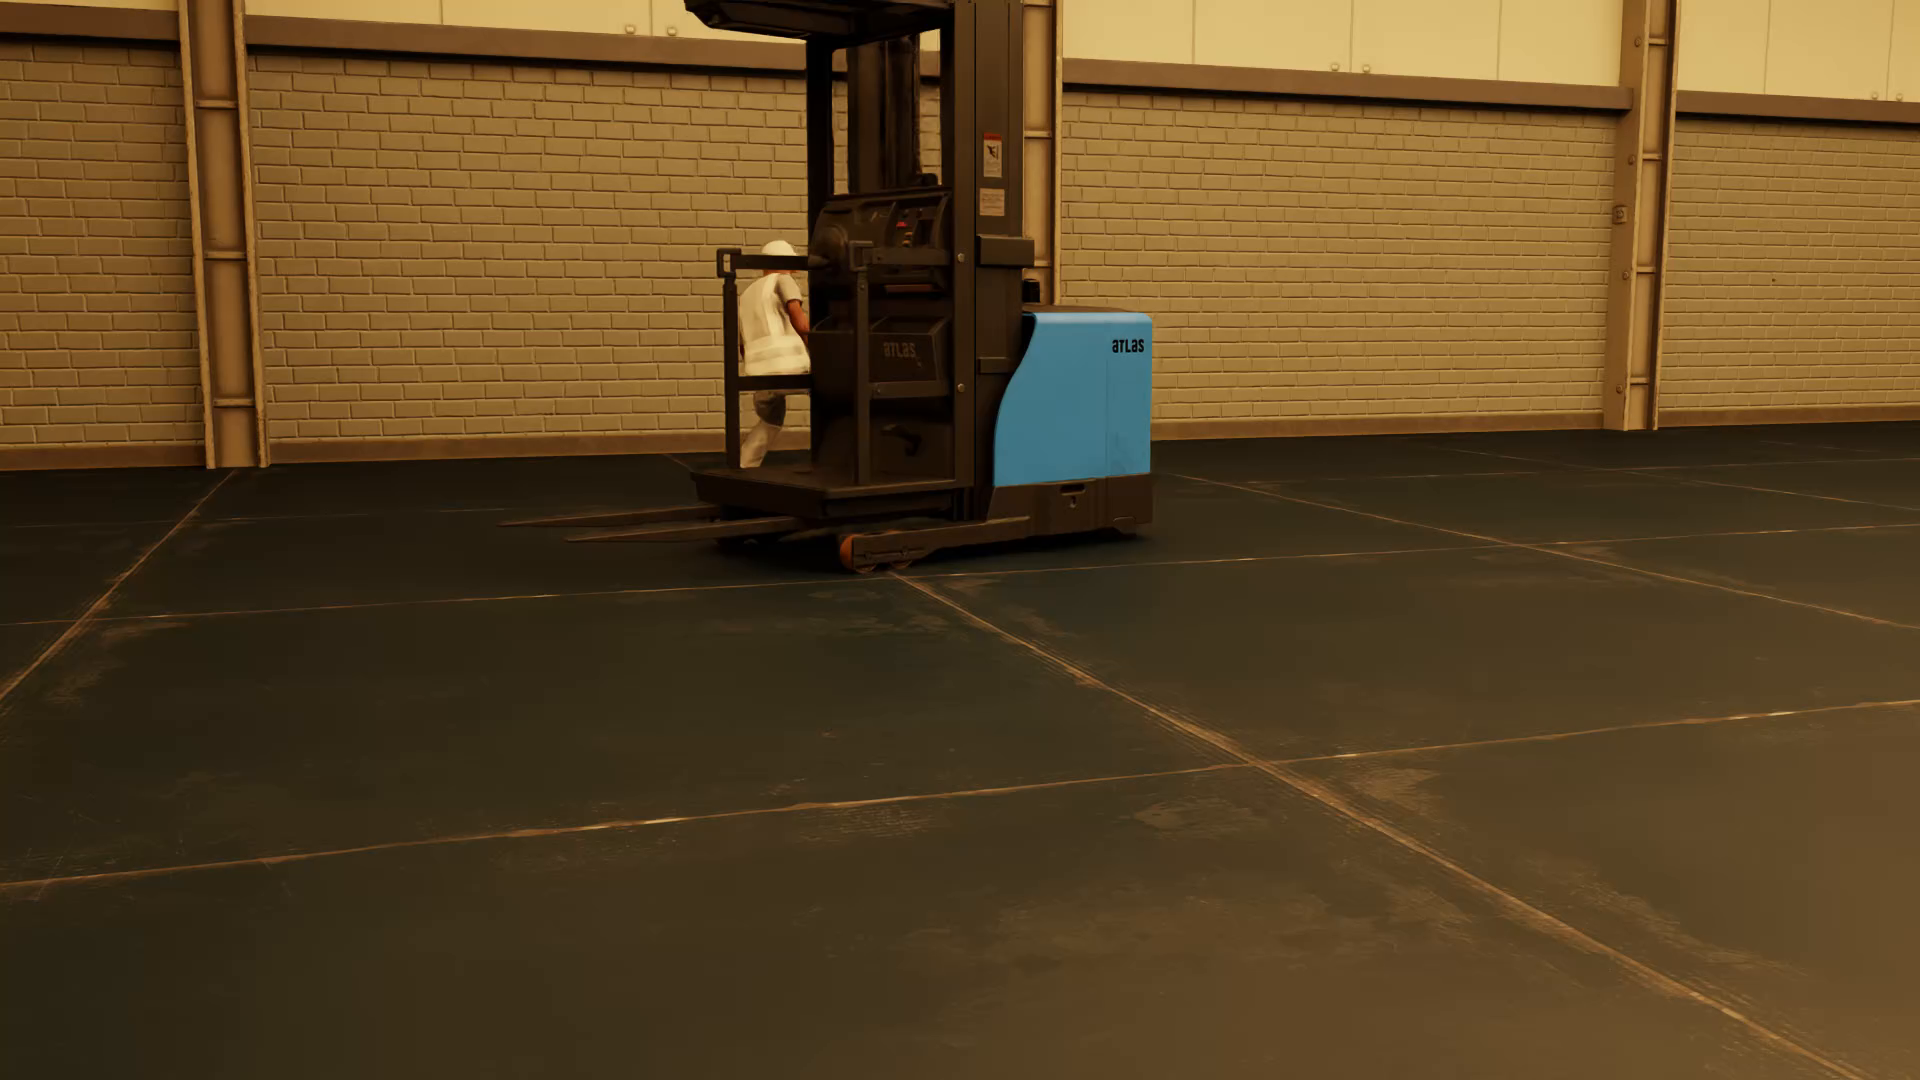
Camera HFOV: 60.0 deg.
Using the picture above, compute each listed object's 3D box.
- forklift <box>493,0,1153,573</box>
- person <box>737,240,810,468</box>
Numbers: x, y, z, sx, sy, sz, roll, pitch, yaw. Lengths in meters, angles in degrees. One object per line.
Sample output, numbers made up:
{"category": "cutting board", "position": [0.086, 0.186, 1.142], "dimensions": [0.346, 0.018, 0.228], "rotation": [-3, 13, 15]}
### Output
{"category": "forklift", "position": [-0.523, -1.393, 7.290], "dimensions": [3.031, 2.935, 1.130], "rotation": [-6, 10, -40]}
{"category": "person", "position": [-1.031, -1.065, 10.216], "dimensions": [0.822, 1.540, 0.719], "rotation": [4, 9, 28]}
